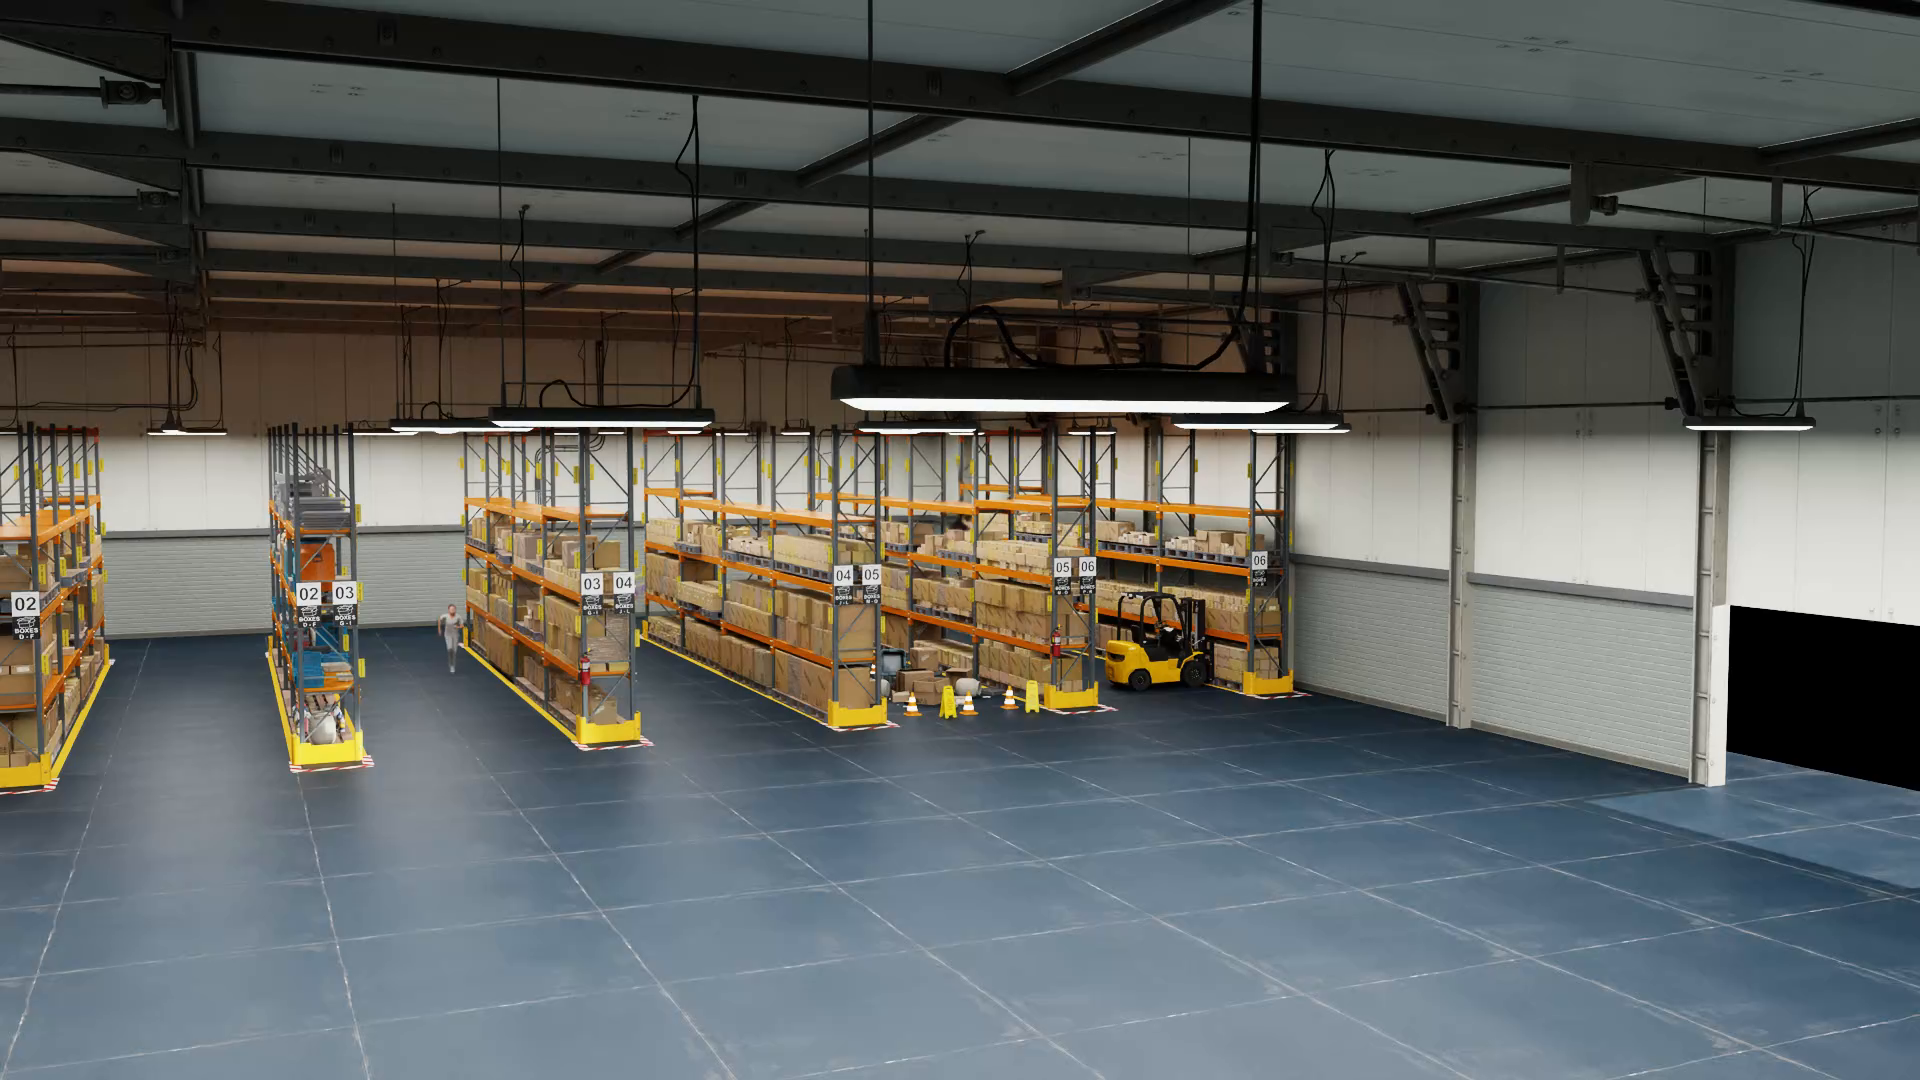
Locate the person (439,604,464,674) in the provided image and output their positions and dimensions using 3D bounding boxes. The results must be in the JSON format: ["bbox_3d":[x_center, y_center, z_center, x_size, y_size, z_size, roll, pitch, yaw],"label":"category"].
[{"bbox_3d":[-12.460,2.407,40.754,0.586,1.693,0.833,-1,4,-21],"label":"person"}]

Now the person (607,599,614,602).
[{"bbox_3d":[-9.976,1.949,47.725,0.762,1.736,0.764,1,4,15],"label":"person"}]

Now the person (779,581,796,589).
[{"bbox_3d":[-5.407,1.772,51.839,0.769,1.624,0.607,-3,5,-44],"label":"person"}]
